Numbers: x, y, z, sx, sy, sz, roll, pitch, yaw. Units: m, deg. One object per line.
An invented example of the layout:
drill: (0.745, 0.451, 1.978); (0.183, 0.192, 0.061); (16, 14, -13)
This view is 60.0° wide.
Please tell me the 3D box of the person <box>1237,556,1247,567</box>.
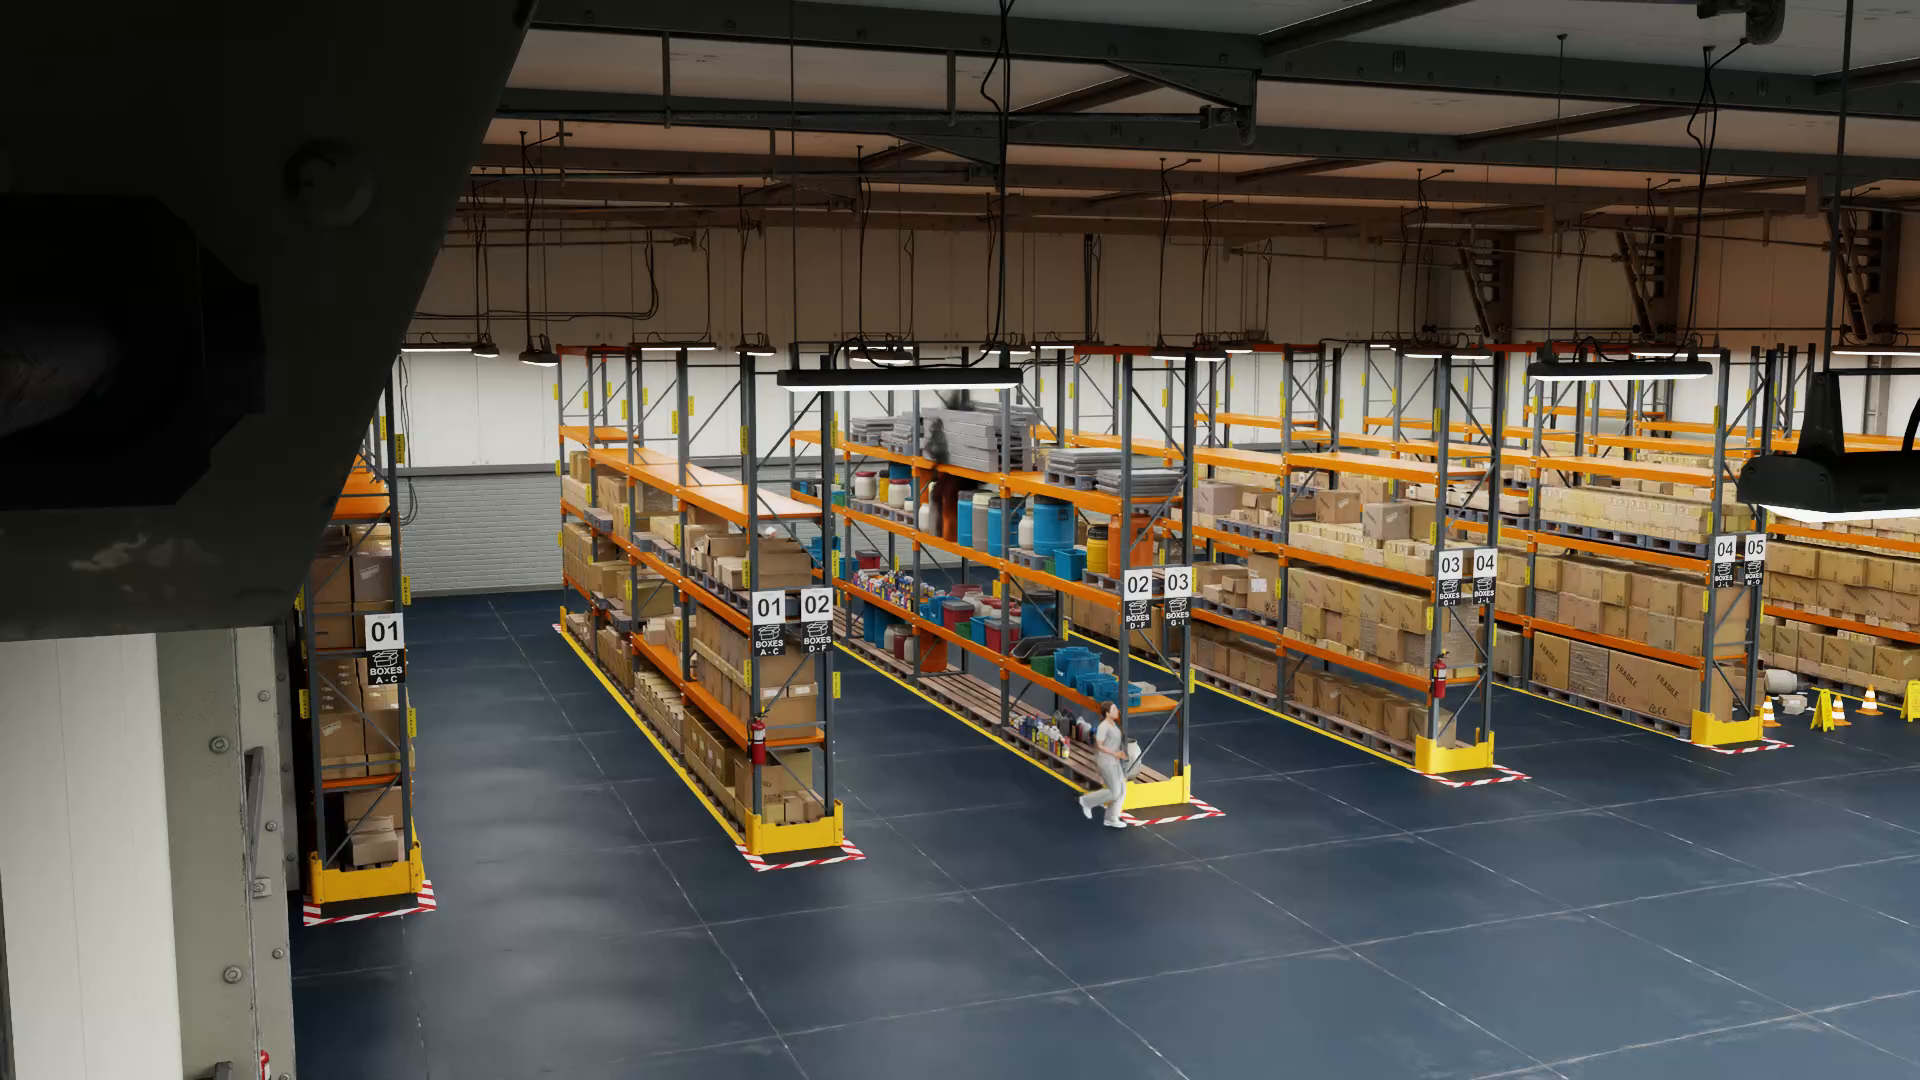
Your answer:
person: (7.145, 0.234, 41.166); (0.696, 1.815, 0.664); (3, 8, 24)

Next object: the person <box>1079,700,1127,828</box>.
person: (1.880, 2.840, 21.185); (0.581, 1.626, 0.557); (3, 8, 21)

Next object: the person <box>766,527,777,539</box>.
person: (-4.413, 0.592, 38.232); (0.991, 1.791, 0.669); (-1, 7, -9)
